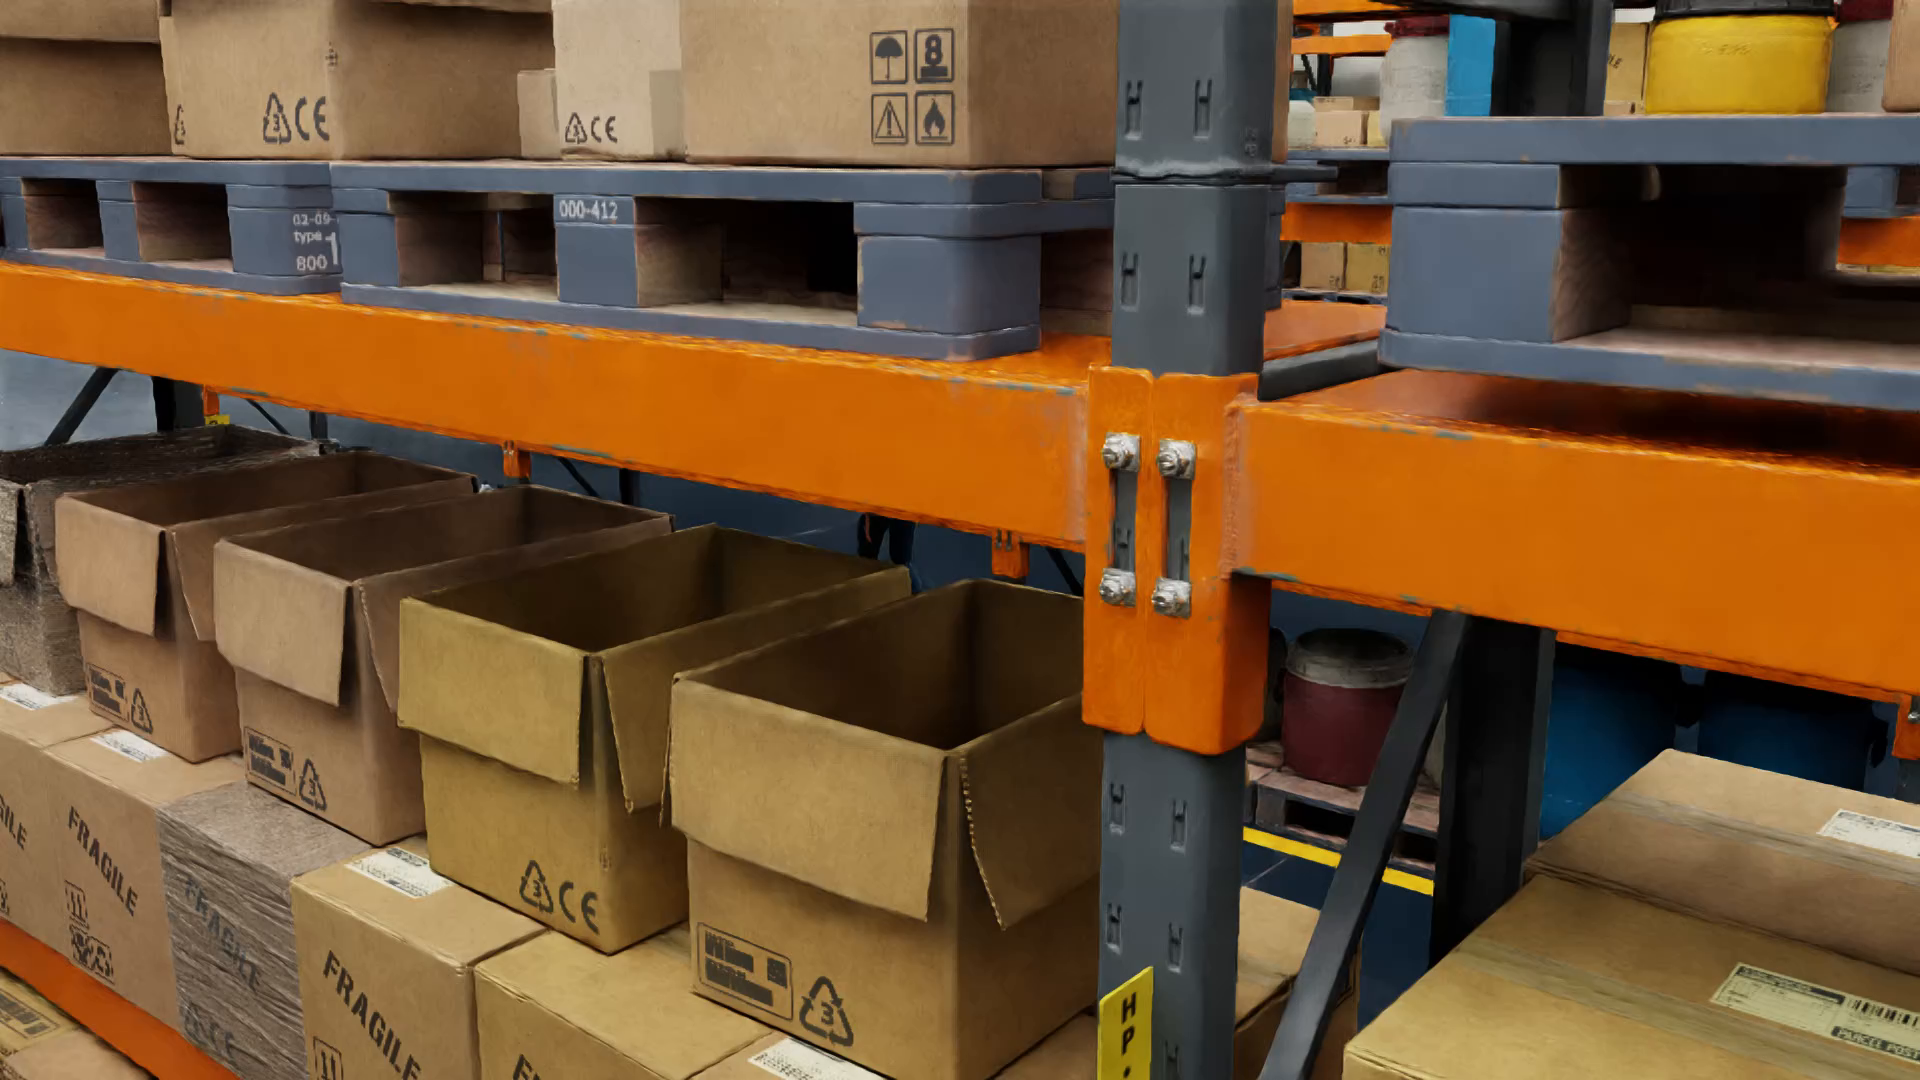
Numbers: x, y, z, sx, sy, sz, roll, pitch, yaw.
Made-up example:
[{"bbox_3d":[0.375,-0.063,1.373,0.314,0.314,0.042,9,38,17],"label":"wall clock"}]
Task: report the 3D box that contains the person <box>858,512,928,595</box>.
[{"bbox_3d":[-0.394,-0.161,10.242,0.424,1.558,0.801,-8,16,-30],"label":"person"}]
